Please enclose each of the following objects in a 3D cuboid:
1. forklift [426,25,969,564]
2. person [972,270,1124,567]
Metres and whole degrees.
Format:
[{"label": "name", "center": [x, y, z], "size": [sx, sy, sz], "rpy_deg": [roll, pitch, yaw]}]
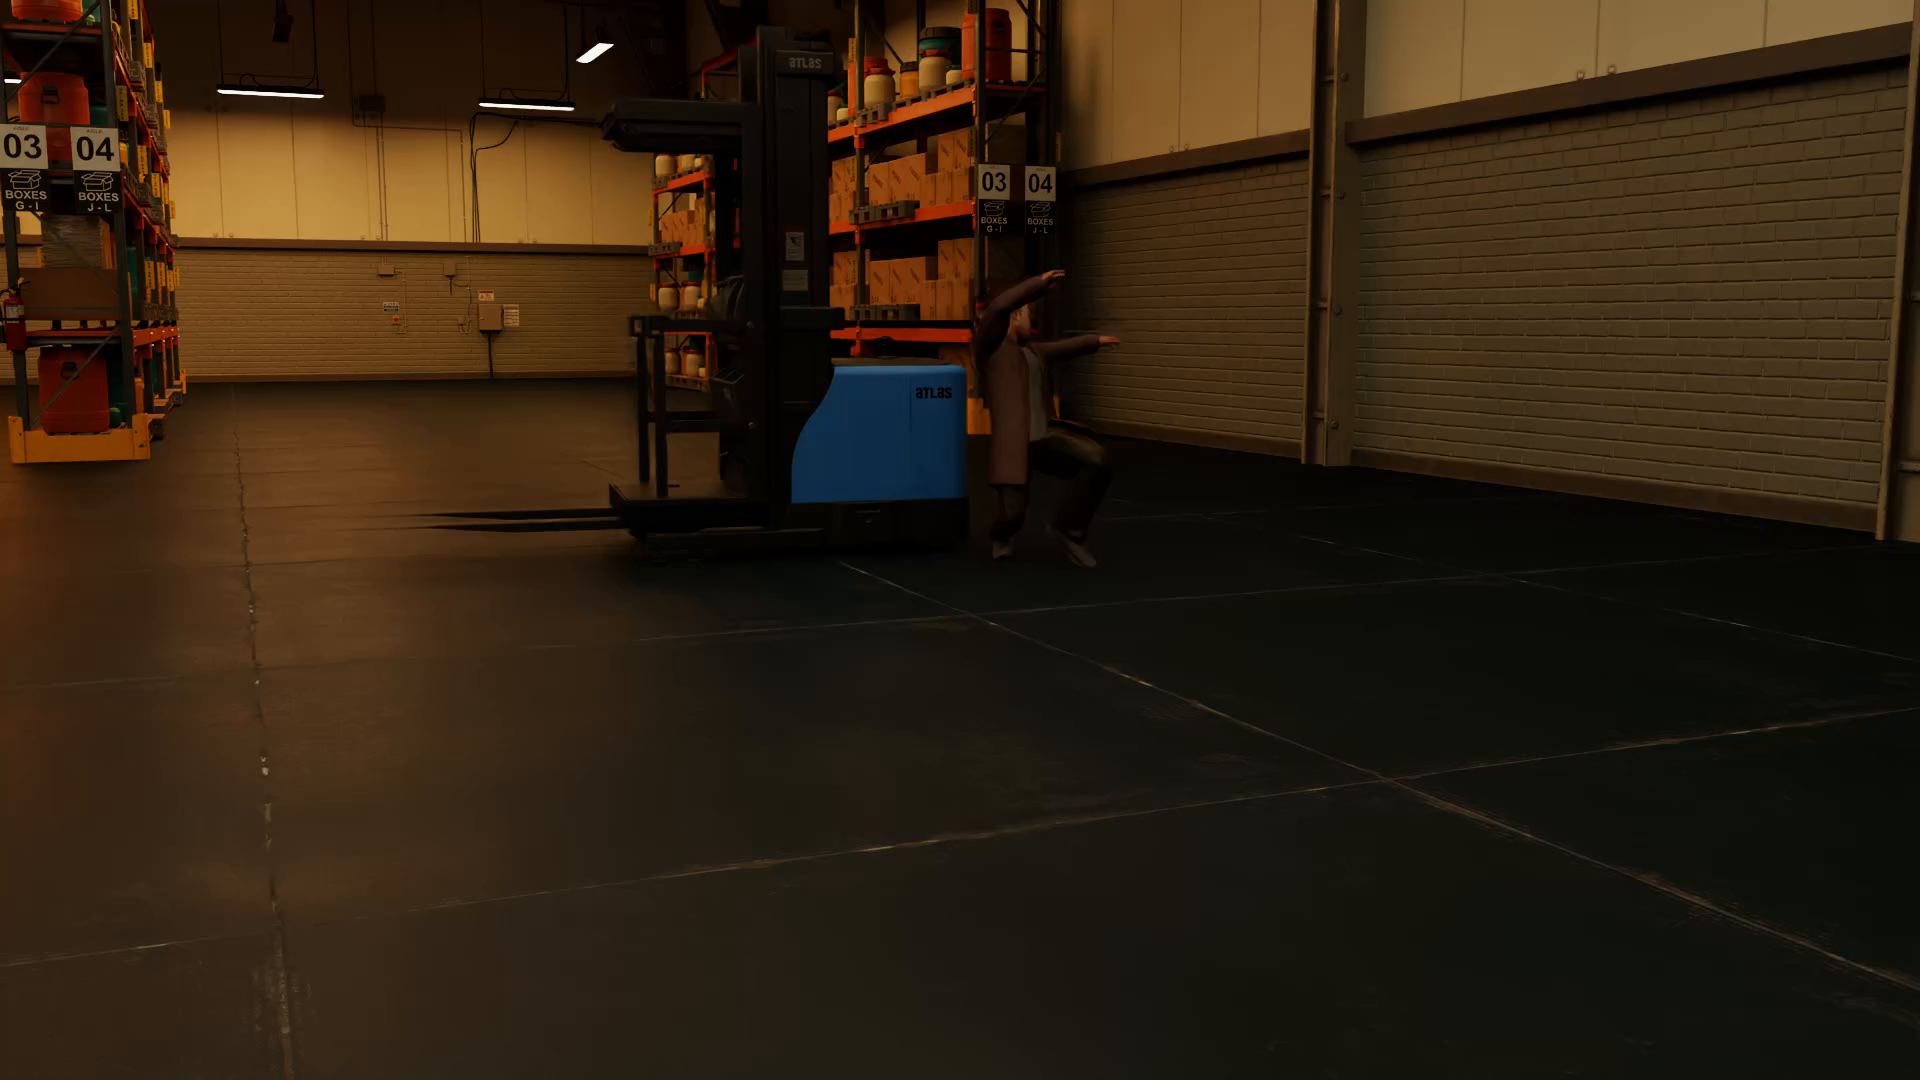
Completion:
[{"label": "forklift", "center": [-1.524, -1.400, 9.558], "size": [3.031, 2.935, 1.130], "rpy_deg": [-2, 8, -16]}, {"label": "person", "center": [0.633, -0.672, 9.256], "size": [1.169, 1.638, 0.892], "rpy_deg": [-5, 9, -33]}]
